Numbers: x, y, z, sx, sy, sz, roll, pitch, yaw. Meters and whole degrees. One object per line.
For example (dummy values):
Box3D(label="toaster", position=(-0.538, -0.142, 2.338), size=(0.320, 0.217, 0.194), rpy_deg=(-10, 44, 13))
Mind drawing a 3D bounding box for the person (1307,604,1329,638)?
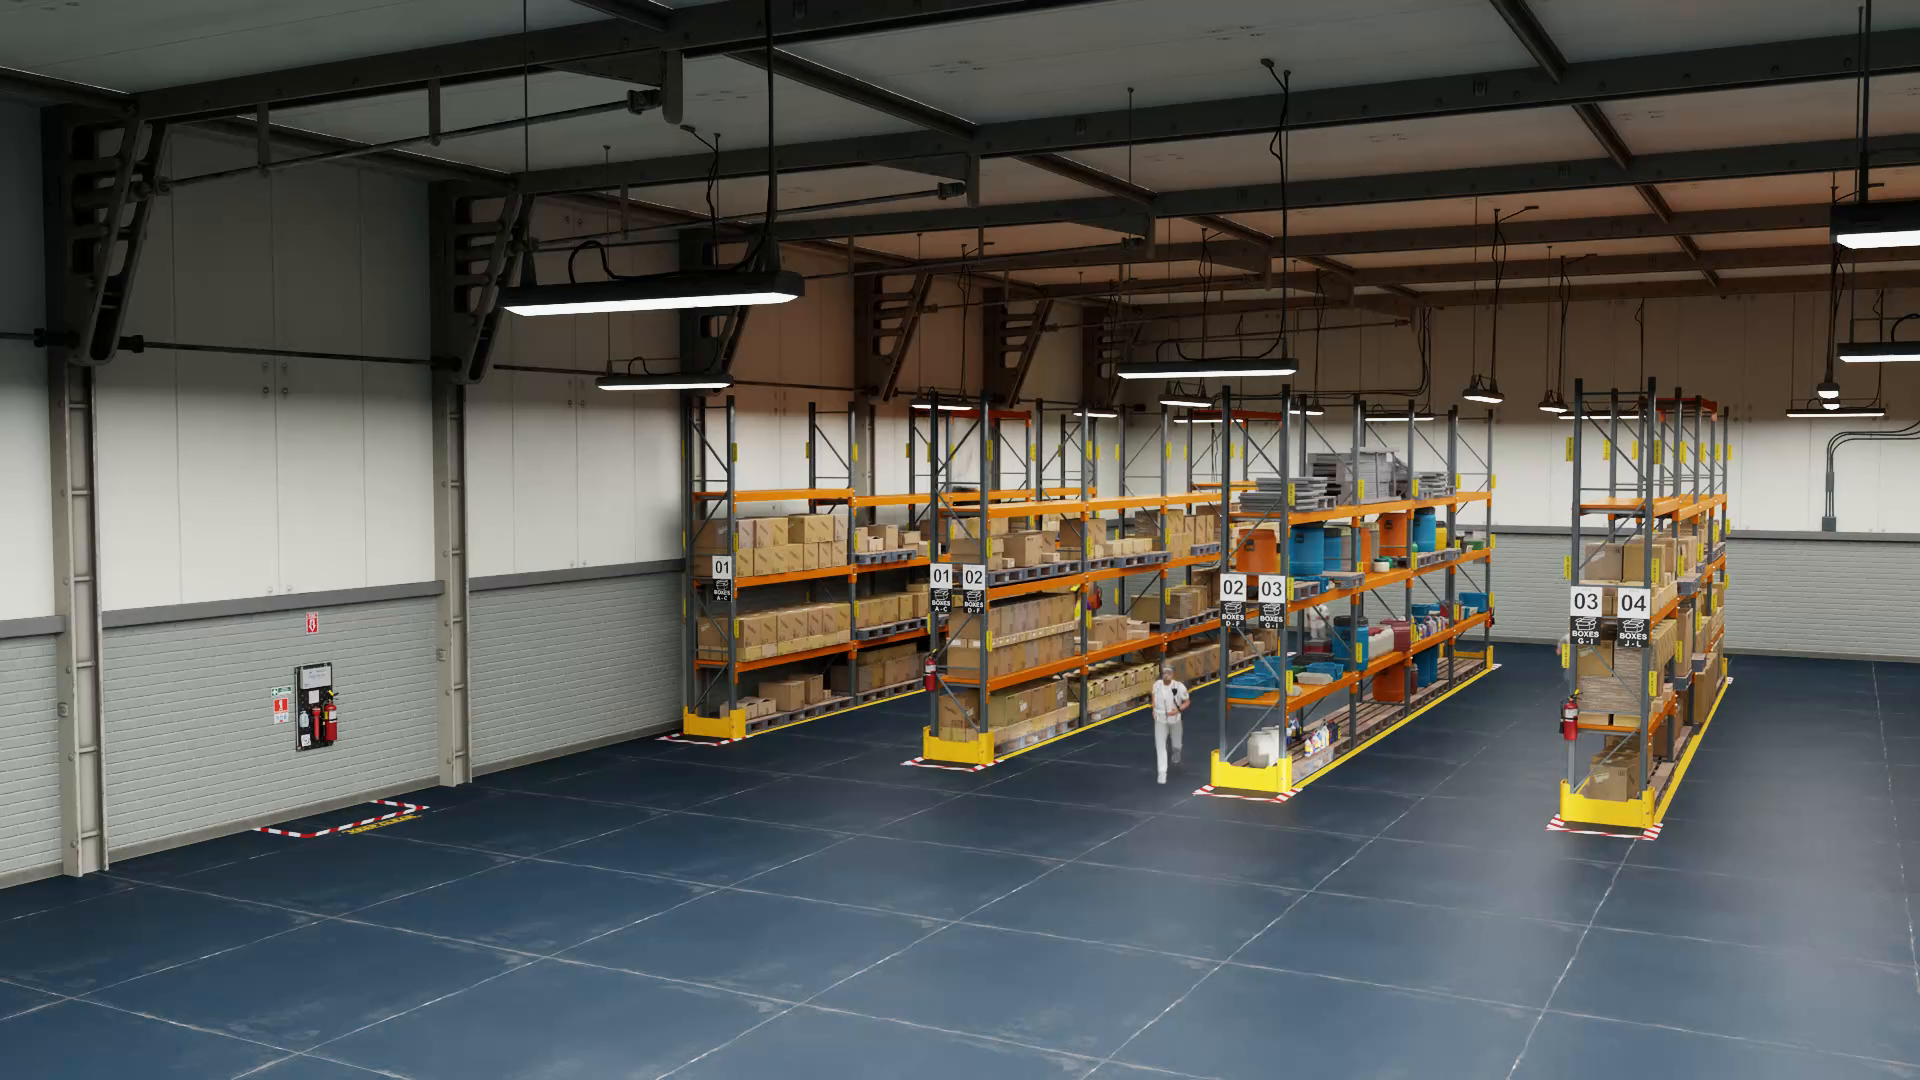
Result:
Box3D(label="person", position=(8.407, 2.145, 39.083), size=(0.536, 1.344, 0.620), rpy_deg=(1, 3, 21))

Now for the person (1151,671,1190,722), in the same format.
Box3D(label="person", position=(3.229, 2.362, 25.573), size=(0.624, 0.828, 0.564), rpy_deg=(1, 3, 12))

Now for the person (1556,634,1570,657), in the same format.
Box3D(label="person", position=(11.799, 2.456, 31.913), size=(0.684, 1.726, 1.027), rpy_deg=(2, 3, 27))

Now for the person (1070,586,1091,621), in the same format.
Box3D(label="person", position=(2.535, 1.871, 36.925), size=(0.692, 1.681, 0.582), rpy_deg=(1, 3, 20))
